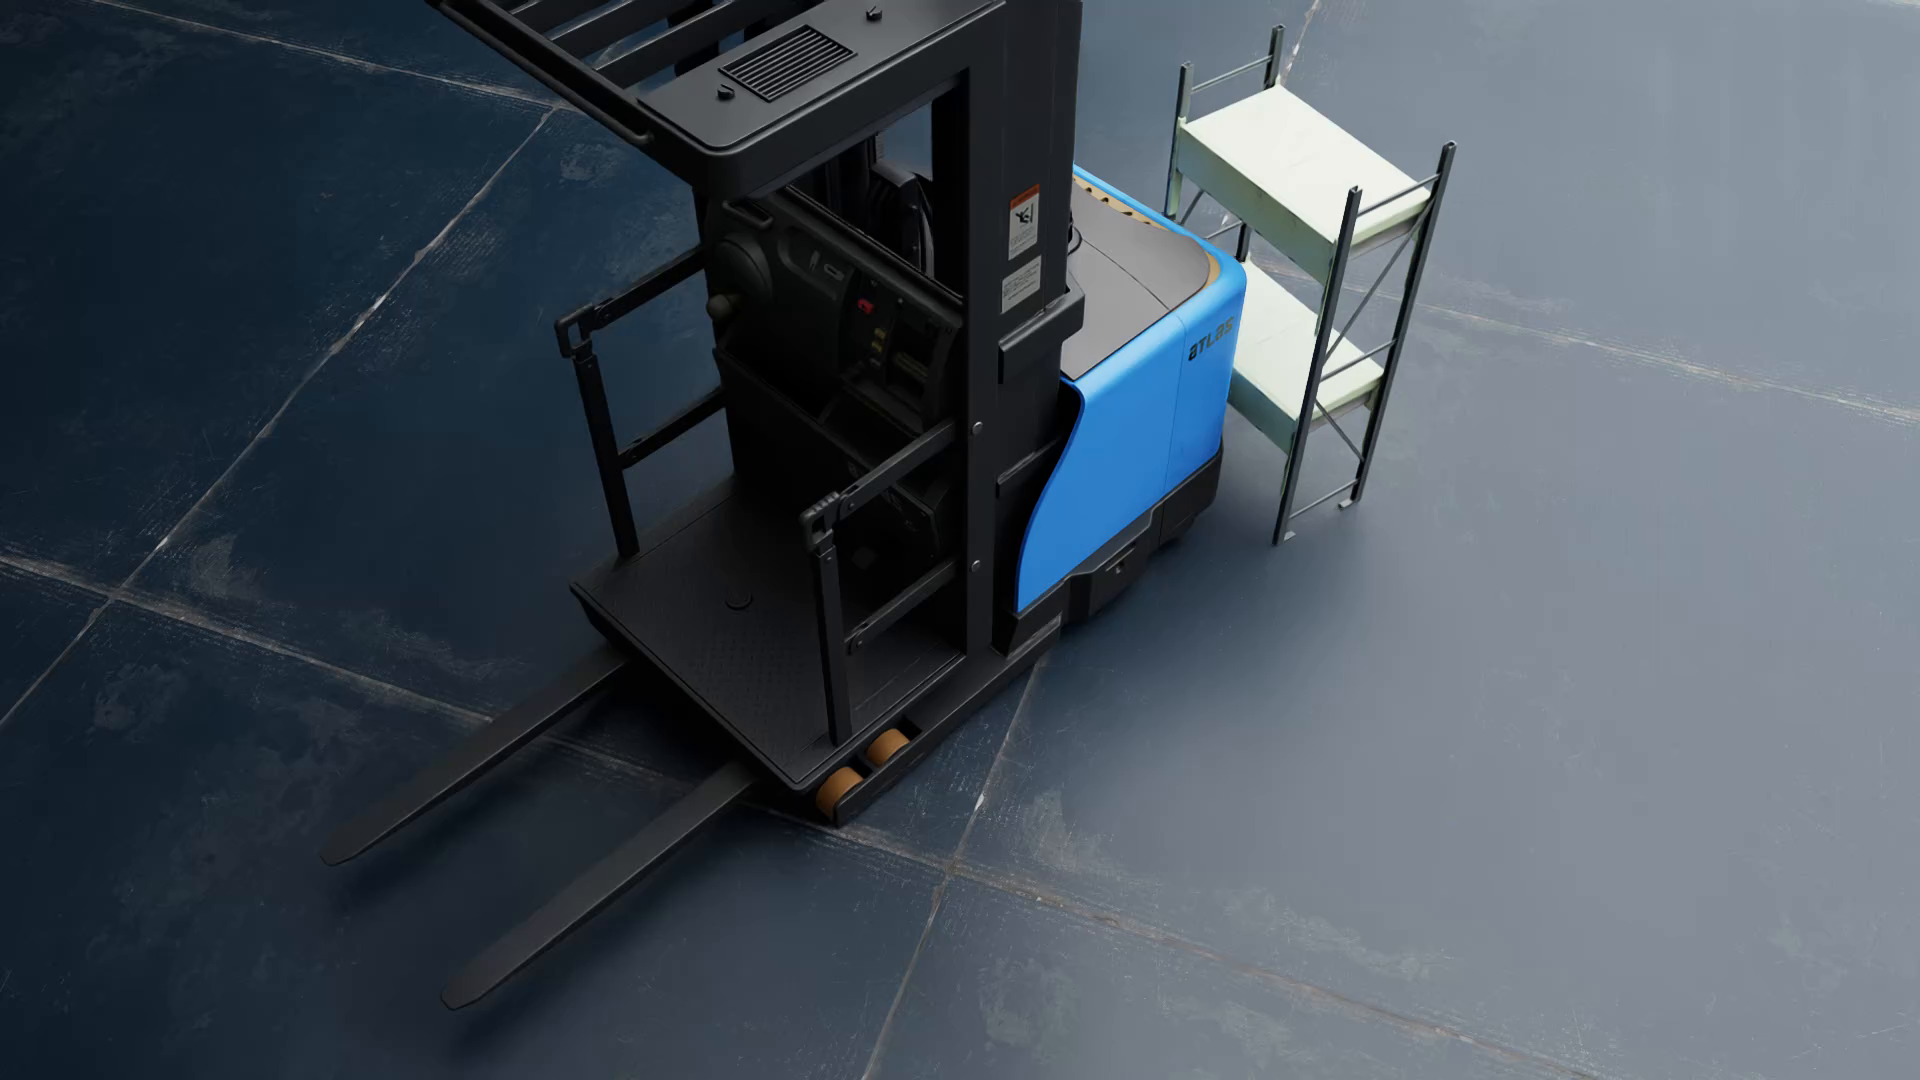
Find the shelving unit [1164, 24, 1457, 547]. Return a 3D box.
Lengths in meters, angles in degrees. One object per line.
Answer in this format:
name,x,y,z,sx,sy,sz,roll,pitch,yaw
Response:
shelving unit,1.042,-0.789,5.440,0.431,1.500,0.755,-27,54,-22

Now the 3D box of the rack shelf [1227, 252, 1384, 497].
rack shelf,1.042,-0.575,5.687,0.431,0.370,0.720,-27,54,-22

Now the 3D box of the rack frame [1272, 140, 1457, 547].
rack frame,1.248,-0.560,5.242,0.400,1.500,0.023,-27,54,-22

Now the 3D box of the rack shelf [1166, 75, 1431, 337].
rack shelf,1.042,-1.044,5.145,0.431,0.370,0.720,-27,54,-22

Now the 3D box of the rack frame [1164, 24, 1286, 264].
rack frame,0.836,-1.017,5.638,0.400,1.500,0.023,-27,54,-22

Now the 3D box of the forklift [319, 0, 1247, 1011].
forklift,-0.504,-0.560,4.296,3.031,2.935,1.130,-37,58,-28
